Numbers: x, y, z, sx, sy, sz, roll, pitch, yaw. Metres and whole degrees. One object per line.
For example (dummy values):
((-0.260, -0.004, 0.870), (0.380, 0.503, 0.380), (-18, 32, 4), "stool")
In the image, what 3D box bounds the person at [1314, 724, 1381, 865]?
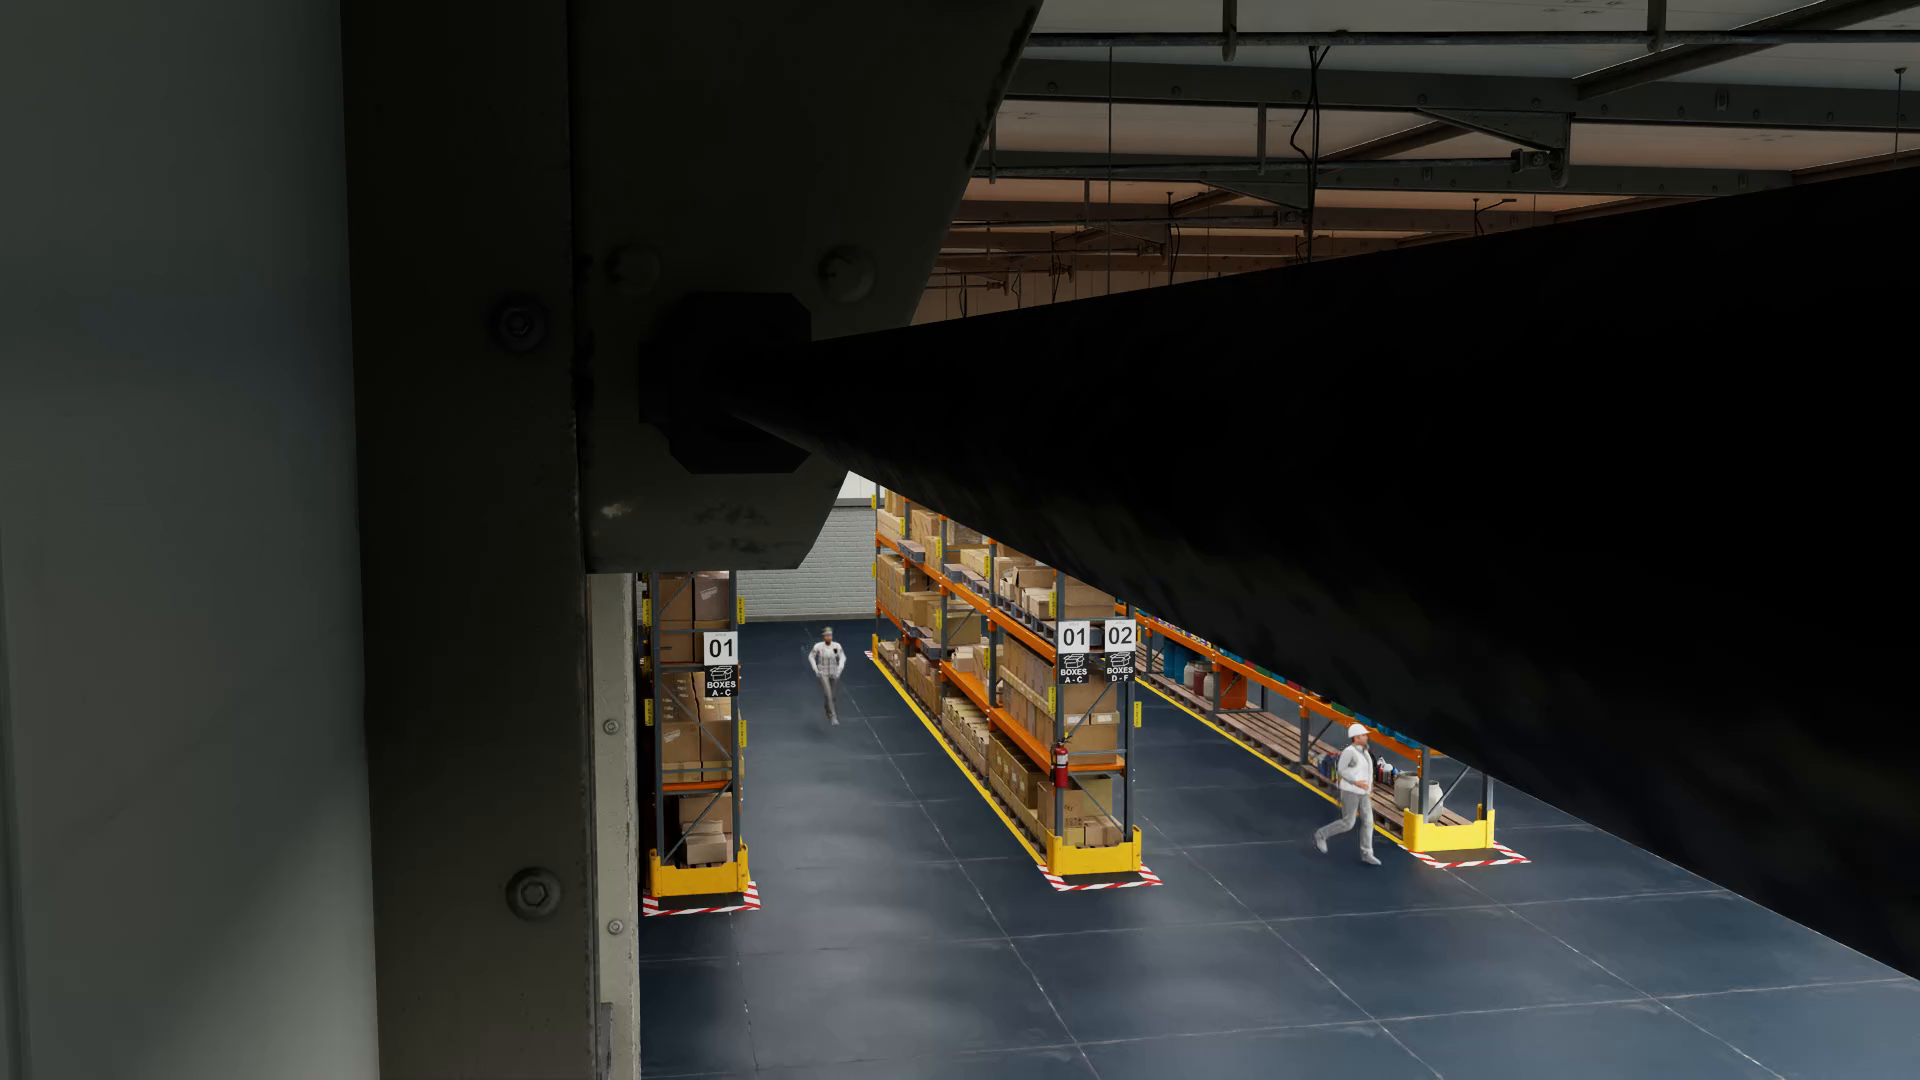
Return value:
((5.143, 3.251, 21.527), (0.932, 1.734, 0.718), (5, 8, 43), "person")

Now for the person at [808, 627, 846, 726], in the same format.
((-2.265, 2.305, 28.514), (0.643, 1.669, 0.674), (-2, 6, -15), "person")
